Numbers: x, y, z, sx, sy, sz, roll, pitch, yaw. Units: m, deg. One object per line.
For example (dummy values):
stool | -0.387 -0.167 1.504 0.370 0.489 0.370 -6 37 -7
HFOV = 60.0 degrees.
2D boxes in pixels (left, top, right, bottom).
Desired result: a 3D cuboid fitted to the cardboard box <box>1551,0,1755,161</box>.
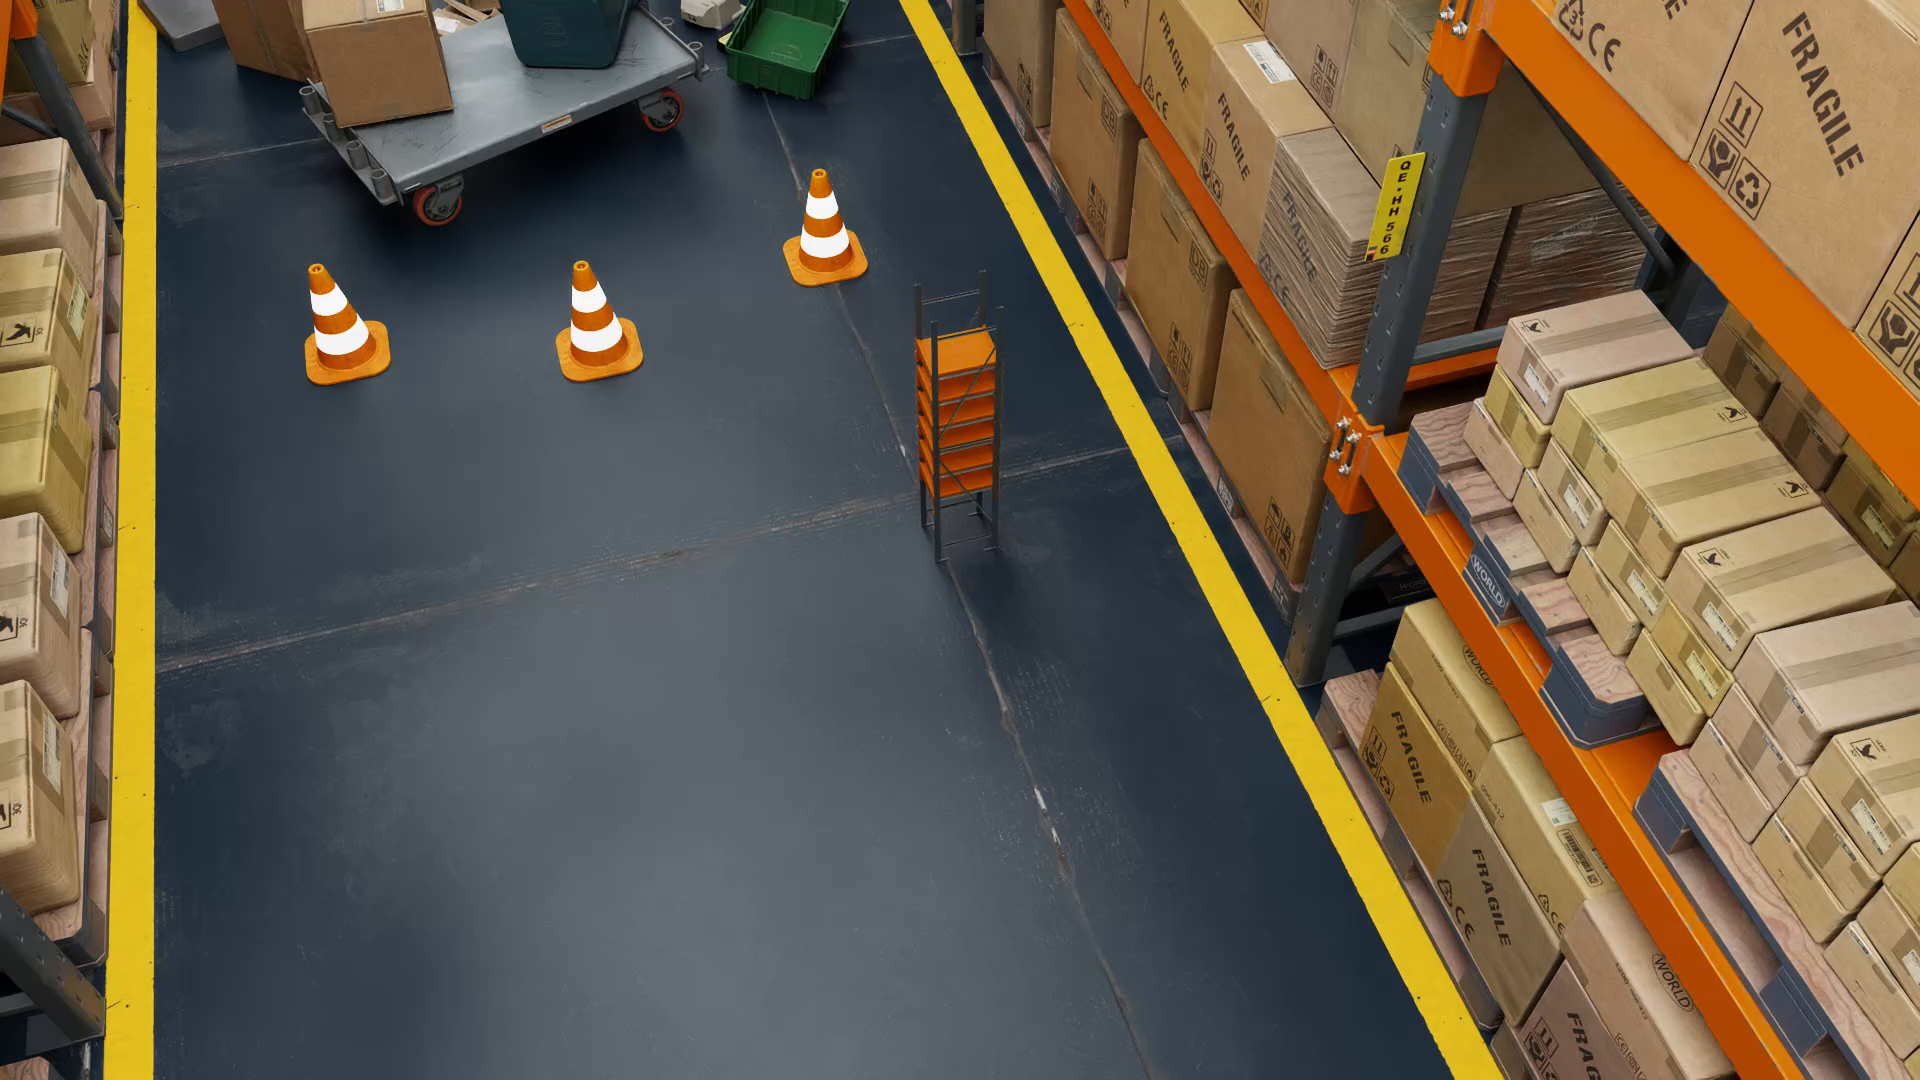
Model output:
cardboard box | 1.553 -1.123 3.207 0.500 0.500 0.500 -13 51 -11

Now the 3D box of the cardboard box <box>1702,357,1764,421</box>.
cardboard box | 2.223 -0.399 4.514 0.380 0.149 0.250 -13 51 -10

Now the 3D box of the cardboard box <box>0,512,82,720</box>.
cardboard box | -3.444 0.352 5.435 0.950 0.372 0.625 -14 51 -12

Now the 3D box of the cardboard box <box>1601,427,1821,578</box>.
cardboard box | 1.740 -0.090 3.864 0.380 0.149 0.250 -14 51 -11

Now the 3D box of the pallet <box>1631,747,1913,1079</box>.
pallet | 2.263 0.898 3.657 1.003 0.211 1.213 -13 51 -11

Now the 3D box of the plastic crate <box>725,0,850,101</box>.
plastic crate | -0.848 -2.465 8.168 0.450 0.188 0.662 16 51 0

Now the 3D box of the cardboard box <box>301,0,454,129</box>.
cardboard box | -2.552 -2.192 7.276 0.500 0.500 0.500 -13 51 -11

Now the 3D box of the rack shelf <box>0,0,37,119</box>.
rack shelf | -3.652 -0.637 5.295 1.077 0.370 4.000 -13 51 -11

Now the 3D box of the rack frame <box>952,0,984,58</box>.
rack frame | 0.455 -3.522 7.257 1.000 3.000 0.127 -13 51 -11

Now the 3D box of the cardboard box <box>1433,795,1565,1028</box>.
cardboard box | 1.756 1.010 4.797 0.500 0.500 0.500 -13 51 -11

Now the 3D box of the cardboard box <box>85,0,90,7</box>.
cardboard box | -4.330 -2.700 7.598 0.500 0.500 0.500 -11 51 -10

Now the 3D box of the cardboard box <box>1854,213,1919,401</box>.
cardboard box | 1.860 -0.395 2.594 0.500 0.500 0.500 -13 51 -11

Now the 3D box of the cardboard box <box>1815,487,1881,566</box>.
cardboard box | 2.371 -0.029 4.202 0.380 0.149 0.250 -13 51 -10

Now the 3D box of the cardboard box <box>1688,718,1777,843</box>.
cardboard box | 1.899 0.501 3.755 0.380 0.149 0.250 -12 51 -10

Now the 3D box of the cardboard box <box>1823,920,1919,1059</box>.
cardboard box | 2.047 0.876 3.440 0.380 0.149 0.250 -15 51 -12

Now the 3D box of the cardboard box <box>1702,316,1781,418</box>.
cardboard box | 2.219 -0.493 4.399 0.380 0.149 0.250 -12 51 -10

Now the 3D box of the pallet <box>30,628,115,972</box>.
pallet | -3.290 0.920 5.336 1.003 0.211 1.213 -13 51 -11

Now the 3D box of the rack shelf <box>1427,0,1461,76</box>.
rack shelf | 1.047 -2.796 5.154 1.077 0.370 4.000 -13 51 -11

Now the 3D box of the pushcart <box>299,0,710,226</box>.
pushcart | -2.080 -2.036 7.720 1.648 0.377 0.936 -30 56 -23

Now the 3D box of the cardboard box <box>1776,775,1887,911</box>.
cardboard box | 1.971 0.588 3.488 0.380 0.149 0.250 -14 51 -11

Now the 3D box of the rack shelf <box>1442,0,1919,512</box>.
rack shelf | 2.230 0.125 2.691 1.077 0.370 4.000 -13 51 -11

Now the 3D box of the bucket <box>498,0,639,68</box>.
bucket | -1.787 -2.535 7.572 0.726 0.611 0.620 2 60 2

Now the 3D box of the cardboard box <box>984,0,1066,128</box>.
cardboard box | 0.725 -2.499 7.592 1.050 0.750 0.750 -14 51 -11

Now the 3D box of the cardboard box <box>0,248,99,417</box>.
cardboard box | -3.870 -0.711 6.331 0.950 0.372 0.625 -10 51 -9

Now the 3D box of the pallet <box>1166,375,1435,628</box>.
pallet | 1.477 -0.295 6.360 1.003 0.211 1.213 -13 51 -11

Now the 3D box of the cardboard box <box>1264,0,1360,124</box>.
cardboard box | 1.364 -1.654 4.963 0.700 0.500 0.500 -14 51 -12

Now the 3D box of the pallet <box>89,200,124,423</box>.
pallet | -4.012 -0.862 6.839 1.003 0.211 1.213 -13 51 -11

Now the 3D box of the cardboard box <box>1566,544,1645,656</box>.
cardboard box | 1.737 0.110 4.085 0.380 0.149 0.250 -11 51 -9

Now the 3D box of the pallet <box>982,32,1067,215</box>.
pallet | 0.755 -2.077 7.863 1.003 0.211 1.213 -13 51 -11

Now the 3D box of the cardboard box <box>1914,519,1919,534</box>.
cardboard box | 2.453 -0.023 3.808 0.380 0.149 0.250 -12 51 -10

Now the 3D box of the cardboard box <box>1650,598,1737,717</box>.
cardboard box | 1.828 0.223 3.795 0.380 0.149 0.250 -13 51 -11

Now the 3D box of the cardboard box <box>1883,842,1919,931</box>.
cardboard box | 2.050 0.677 3.218 0.380 0.149 0.250 -14 51 -11

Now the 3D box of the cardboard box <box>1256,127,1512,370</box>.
cardboard box | 1.248 -0.901 4.982 0.500 0.500 0.500 -13 51 -11

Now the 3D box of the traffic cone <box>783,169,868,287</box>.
traffic cone | -0.591 -1.384 7.114 0.336 0.463 0.334 -13 51 -11

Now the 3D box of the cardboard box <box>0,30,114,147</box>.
cardboard box | -4.160 -2.070 7.557 0.500 0.250 0.500 -15 52 -13

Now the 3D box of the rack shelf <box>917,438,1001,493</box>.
rack shelf | -0.004 -0.291 5.926 0.258 0.103 0.180 -13 51 -11

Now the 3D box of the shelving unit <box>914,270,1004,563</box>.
shelving unit | -0.004 -0.397 5.800 0.258 1.200 0.189 -13 51 -11

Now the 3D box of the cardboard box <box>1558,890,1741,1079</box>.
cardboard box | 1.895 1.121 4.213 0.500 0.250 0.500 -13 51 -11

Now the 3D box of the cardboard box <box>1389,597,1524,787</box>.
cardboard box | 1.611 0.386 4.832 0.500 0.250 0.500 -15 52 -13

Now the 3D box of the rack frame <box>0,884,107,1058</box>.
rack frame | -3.061 0.592 3.789 1.000 3.000 0.127 -13 51 -11

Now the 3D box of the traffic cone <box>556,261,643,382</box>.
traffic cone | -1.498 -0.937 6.737 0.336 0.463 0.334 -13 51 -11

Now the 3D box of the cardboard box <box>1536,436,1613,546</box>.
cardboard box | 1.671 -0.155 4.114 0.380 0.149 0.250 -11 51 -9

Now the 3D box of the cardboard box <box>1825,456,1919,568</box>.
cardboard box | 2.380 -0.107 4.073 0.380 0.149 0.250 -12 51 -10

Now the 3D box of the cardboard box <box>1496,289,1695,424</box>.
cardboard box | 1.591 -0.462 4.178 0.380 0.149 0.250 -13 51 -11

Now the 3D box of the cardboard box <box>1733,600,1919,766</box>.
cardboard box | 1.900 0.301 3.535 0.380 0.149 0.250 -11 51 -9

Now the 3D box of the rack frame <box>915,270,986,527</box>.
rack frame | -0.031 -0.464 5.857 0.240 1.200 0.006 -13 51 -11

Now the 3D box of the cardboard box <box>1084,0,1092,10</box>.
cardboard box | 0.649 -2.375 6.225 0.500 0.500 0.500 -14 51 -11

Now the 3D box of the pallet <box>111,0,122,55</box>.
pallet | -4.840 -2.806 8.477 1.003 0.211 1.213 -13 51 -11

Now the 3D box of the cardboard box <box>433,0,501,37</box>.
cardboard box | -2.434 -2.528 8.208 0.396 0.266 0.258 26 55 20

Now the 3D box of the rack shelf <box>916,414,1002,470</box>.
rack shelf | -0.004 -0.369 5.834 0.258 0.103 0.180 -13 51 -11

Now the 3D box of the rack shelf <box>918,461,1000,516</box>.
rack shelf | -0.004 -0.214 6.018 0.258 0.103 0.180 -13 51 -11

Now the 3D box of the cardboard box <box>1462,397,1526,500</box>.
cardboard box | 1.578 -0.283 4.416 0.380 0.149 0.250 -14 51 -11

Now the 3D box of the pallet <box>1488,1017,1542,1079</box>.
pallet | 2.225 1.759 4.629 1.003 0.211 1.213 -13 51 -11

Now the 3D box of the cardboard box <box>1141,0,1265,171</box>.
cardboard box | 0.954 -1.631 5.598 0.500 0.500 0.500 -14 51 -12

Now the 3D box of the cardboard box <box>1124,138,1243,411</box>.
cardboard box | 1.282 -1.114 6.424 1.050 0.750 0.750 -13 51 -10

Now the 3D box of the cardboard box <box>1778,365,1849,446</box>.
cardboard box | 2.293 -0.409 4.133 0.380 0.149 0.250 -14 51 -11
